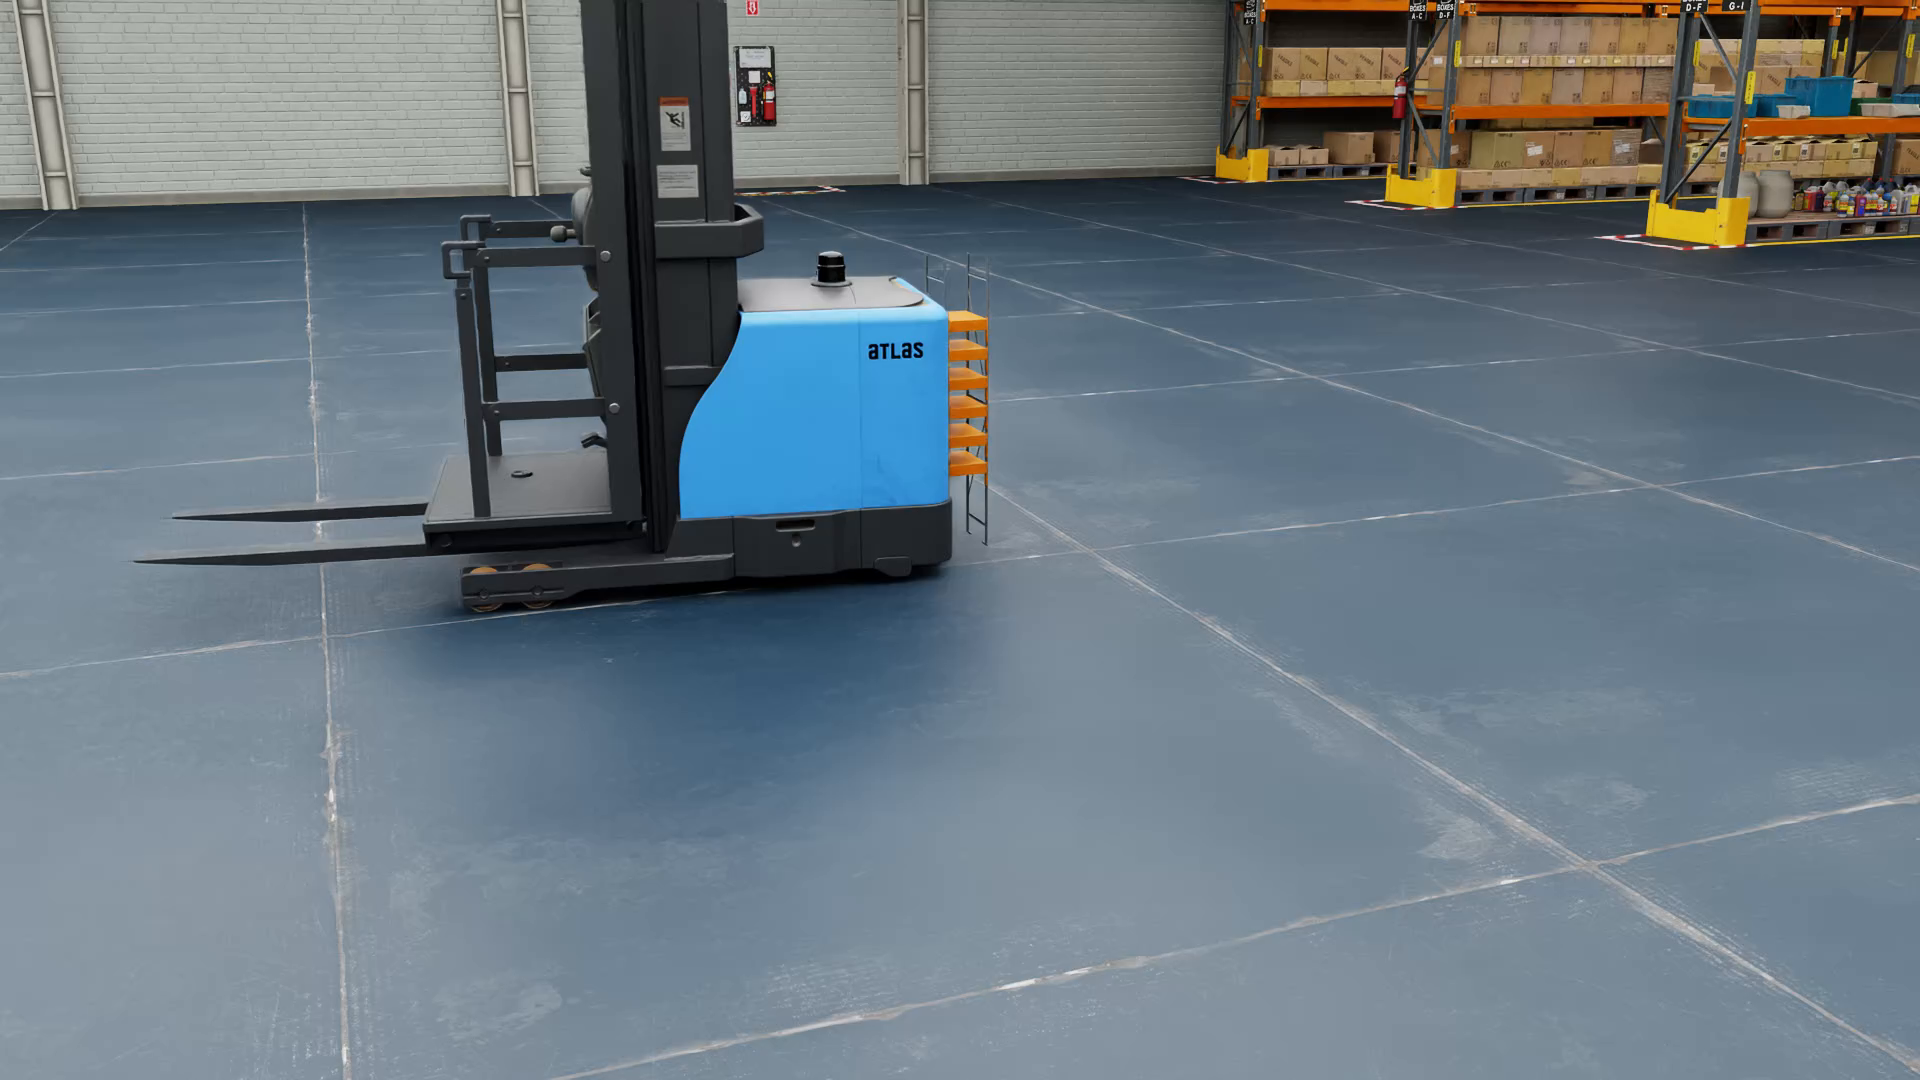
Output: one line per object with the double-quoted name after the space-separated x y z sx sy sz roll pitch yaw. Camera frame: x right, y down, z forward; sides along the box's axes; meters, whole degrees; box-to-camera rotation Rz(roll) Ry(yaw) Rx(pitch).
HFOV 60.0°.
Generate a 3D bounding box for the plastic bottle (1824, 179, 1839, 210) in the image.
10.168 -4.039 19.451 0.185 0.351 0.144 -5 17 -18 "plastic bottle"

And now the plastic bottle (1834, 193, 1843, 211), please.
10.252 -3.940 19.378 0.097 0.201 0.097 0 16 0 "plastic bottle"

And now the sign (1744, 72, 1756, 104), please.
8.275 -4.736 17.413 0.005 0.325 0.100 -6 17 -20 "sign"

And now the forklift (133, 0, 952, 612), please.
-1.604 -1.300 6.324 3.031 2.935 1.130 -4 17 -12 "forklift"

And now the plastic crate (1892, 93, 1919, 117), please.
10.881 -4.898 18.717 0.616 0.251 0.499 -6 17 -20 "plastic crate"

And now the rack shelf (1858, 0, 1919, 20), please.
15.651 -8.155 25.497 4.000 0.370 1.077 -6 17 -20 "rack shelf"

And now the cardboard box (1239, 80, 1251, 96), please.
4.904 -7.391 27.175 0.500 0.250 0.500 -6 17 -19 "cardboard box"

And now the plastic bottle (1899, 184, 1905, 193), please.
11.109 -4.075 19.693 0.133 0.283 0.061 -6 17 -20 "plastic bottle"

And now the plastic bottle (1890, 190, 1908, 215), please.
10.685 -3.848 18.933 0.135 0.276 0.152 -6 17 -19 "plastic bottle"

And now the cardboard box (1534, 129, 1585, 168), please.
8.295 -5.441 23.105 0.500 0.500 0.500 -6 17 -20 "cardboard box"

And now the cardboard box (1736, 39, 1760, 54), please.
13.965 -8.859 29.871 0.500 0.250 0.500 -7 18 -21 "cardboard box"

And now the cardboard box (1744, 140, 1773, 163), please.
11.475 -5.685 24.272 0.500 0.311 0.500 -7 18 -22 "cardboard box"

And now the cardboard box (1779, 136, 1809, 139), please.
12.702 -5.980 25.277 0.500 0.311 0.500 -7 18 -21 "cardboard box"

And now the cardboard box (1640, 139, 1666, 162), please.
10.324 -5.723 24.404 0.500 0.311 0.500 -6 17 -20 "cardboard box"

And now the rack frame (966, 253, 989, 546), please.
0.072 -0.583 6.956 0.006 1.200 0.240 -6 17 -20 "rack frame"

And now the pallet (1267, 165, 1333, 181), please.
5.379 -6.098 27.488 1.213 0.211 1.003 -6 17 -20 "pallet"

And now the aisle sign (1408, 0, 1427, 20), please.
6.147 -7.370 22.260 0.004 0.787 0.394 -6 17 -20 "aisle sign"

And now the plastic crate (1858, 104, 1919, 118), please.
10.391 -4.795 18.572 0.437 0.136 0.530 -6 17 -20 "plastic crate"

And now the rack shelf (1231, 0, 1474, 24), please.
6.405 -8.651 27.188 4.000 0.370 1.077 -6 17 -20 "rack shelf"

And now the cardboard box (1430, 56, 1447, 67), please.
6.602 -6.500 22.582 0.250 0.149 0.380 -6 18 -21 "cardboard box"

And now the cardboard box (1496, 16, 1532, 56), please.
7.292 -6.826 22.541 0.500 0.500 0.700 -7 18 -22 "cardboard box"

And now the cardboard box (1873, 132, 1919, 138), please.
14.624 -6.393 25.871 0.500 0.250 0.500 -5 17 -18 "cardboard box"

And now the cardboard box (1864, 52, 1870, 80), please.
16.938 -8.832 31.317 0.700 0.700 0.980 -7 18 -21 "cardboard box"

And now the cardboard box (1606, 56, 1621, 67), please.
8.920 -6.629 23.020 0.250 0.149 0.380 -6 17 -20 "cardboard box"

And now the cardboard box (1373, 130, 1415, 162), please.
7.317 -6.655 28.094 0.500 0.500 0.500 -8 18 -24 "cardboard box"

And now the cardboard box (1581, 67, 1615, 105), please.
8.676 -6.353 23.231 0.500 0.500 0.700 -6 17 -19 "cardboard box"

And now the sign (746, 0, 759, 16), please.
-3.086 -7.947 24.723 0.199 0.298 0.001 -6 17 -20 "sign"

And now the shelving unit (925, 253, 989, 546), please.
-0.014 -0.574 6.924 0.189 1.200 0.258 -6 17 -20 "shelving unit"

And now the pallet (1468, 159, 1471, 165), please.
8.999 -6.500 28.857 1.213 0.211 1.003 -6 17 -20 "pallet"

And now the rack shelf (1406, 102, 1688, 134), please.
8.181 -5.909 23.173 4.000 0.370 1.077 -6 17 -20 "rack shelf"

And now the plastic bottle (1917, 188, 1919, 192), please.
11.063 -3.933 19.220 0.135 0.276 0.152 -6 17 -20 "plastic bottle"

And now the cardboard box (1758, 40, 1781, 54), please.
14.441 -8.911 30.046 0.500 0.250 0.500 -6 17 -19 "cardboard box"

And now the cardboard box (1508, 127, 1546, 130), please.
8.103 -5.582 23.586 0.500 0.500 0.500 -6 17 -20 "cardboard box"

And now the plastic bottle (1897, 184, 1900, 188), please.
11.071 -4.100 19.789 0.135 0.276 0.152 -5 17 -18 "plastic bottle"

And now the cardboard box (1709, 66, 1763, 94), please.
11.263 -6.630 24.174 0.500 0.500 0.500 -5 17 -16 "cardboard box"

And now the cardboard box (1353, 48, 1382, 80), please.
6.518 -7.775 27.150 0.500 0.500 0.500 -6 17 -18 "cardboard box"

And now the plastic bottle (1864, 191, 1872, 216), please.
10.207 -3.786 18.729 0.097 0.271 0.097 0 16 0 "plastic bottle"

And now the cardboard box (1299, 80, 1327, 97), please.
5.586 -7.315 26.915 0.500 0.250 0.500 -7 18 -22 "cardboard box"

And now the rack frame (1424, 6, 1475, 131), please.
8.272 -7.759 28.196 0.127 3.000 1.000 -6 17 -20 "rack frame"

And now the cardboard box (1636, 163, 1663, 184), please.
9.693 -5.234 23.732 0.500 0.250 0.500 -6 17 -20 "cardboard box"

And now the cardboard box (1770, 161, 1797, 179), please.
11.949 -5.469 24.532 0.500 0.250 0.500 -6 17 -19 "cardboard box"

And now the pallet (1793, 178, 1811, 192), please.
11.863 -5.326 24.862 1.213 0.211 1.003 -6 17 -20 "pallet"

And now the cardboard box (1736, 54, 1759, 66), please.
13.992 -8.499 29.974 0.500 0.500 0.500 -6 17 -19 "cardboard box"

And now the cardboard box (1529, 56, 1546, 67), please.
7.720 -6.499 22.577 0.250 0.149 0.380 -7 18 -22 "cardboard box"

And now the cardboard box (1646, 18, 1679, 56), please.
9.636 -7.080 23.404 0.500 0.500 0.700 -6 17 -20 "cardboard box"

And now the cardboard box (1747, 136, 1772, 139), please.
14.353 -7.545 30.538 0.750 0.750 0.750 -6 17 -18 "cardboard box"

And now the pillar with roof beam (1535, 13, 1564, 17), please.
12.024 -10.004 25.195 0.400 9.000 9.100 -6 17 -20 "pillar with roof beam"

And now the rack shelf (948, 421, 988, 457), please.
-0.014 -0.416 6.971 0.180 0.103 0.258 -6 17 -20 "rack shelf"

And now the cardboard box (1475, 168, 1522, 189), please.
7.359 -4.982 22.873 0.500 0.250 0.500 -6 17 -20 "cardboard box"

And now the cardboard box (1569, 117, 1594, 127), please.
10.799 -7.406 29.320 0.500 0.250 0.500 -6 17 -19 "cardboard box"

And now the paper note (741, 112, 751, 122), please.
-3.233 -6.387 25.089 0.142 0.148 0.016 -6 17 -20 "paper note"
